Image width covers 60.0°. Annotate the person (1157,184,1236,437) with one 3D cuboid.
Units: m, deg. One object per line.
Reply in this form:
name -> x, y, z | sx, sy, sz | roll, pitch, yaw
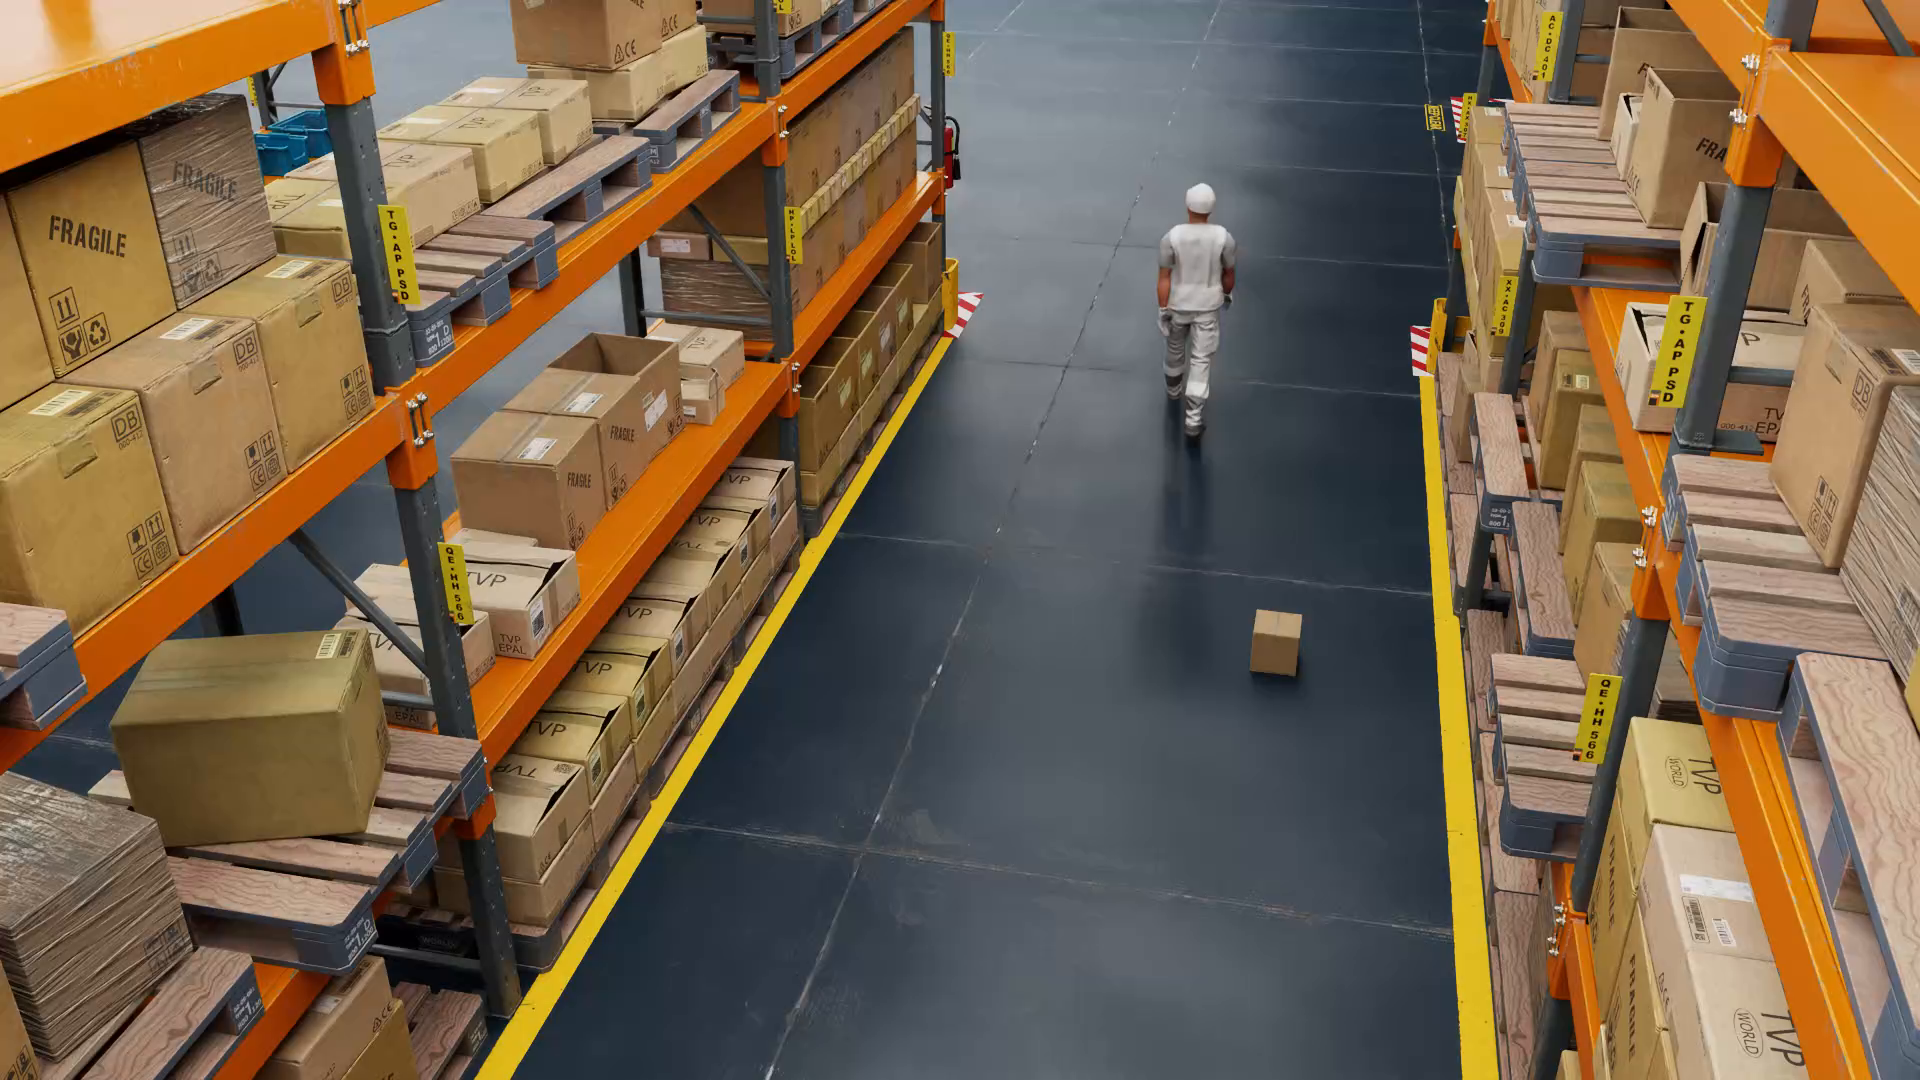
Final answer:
person -> 1.651, -1.678, 11.684 | 0.534, 1.742, 1.027 | 5, 29, 9
